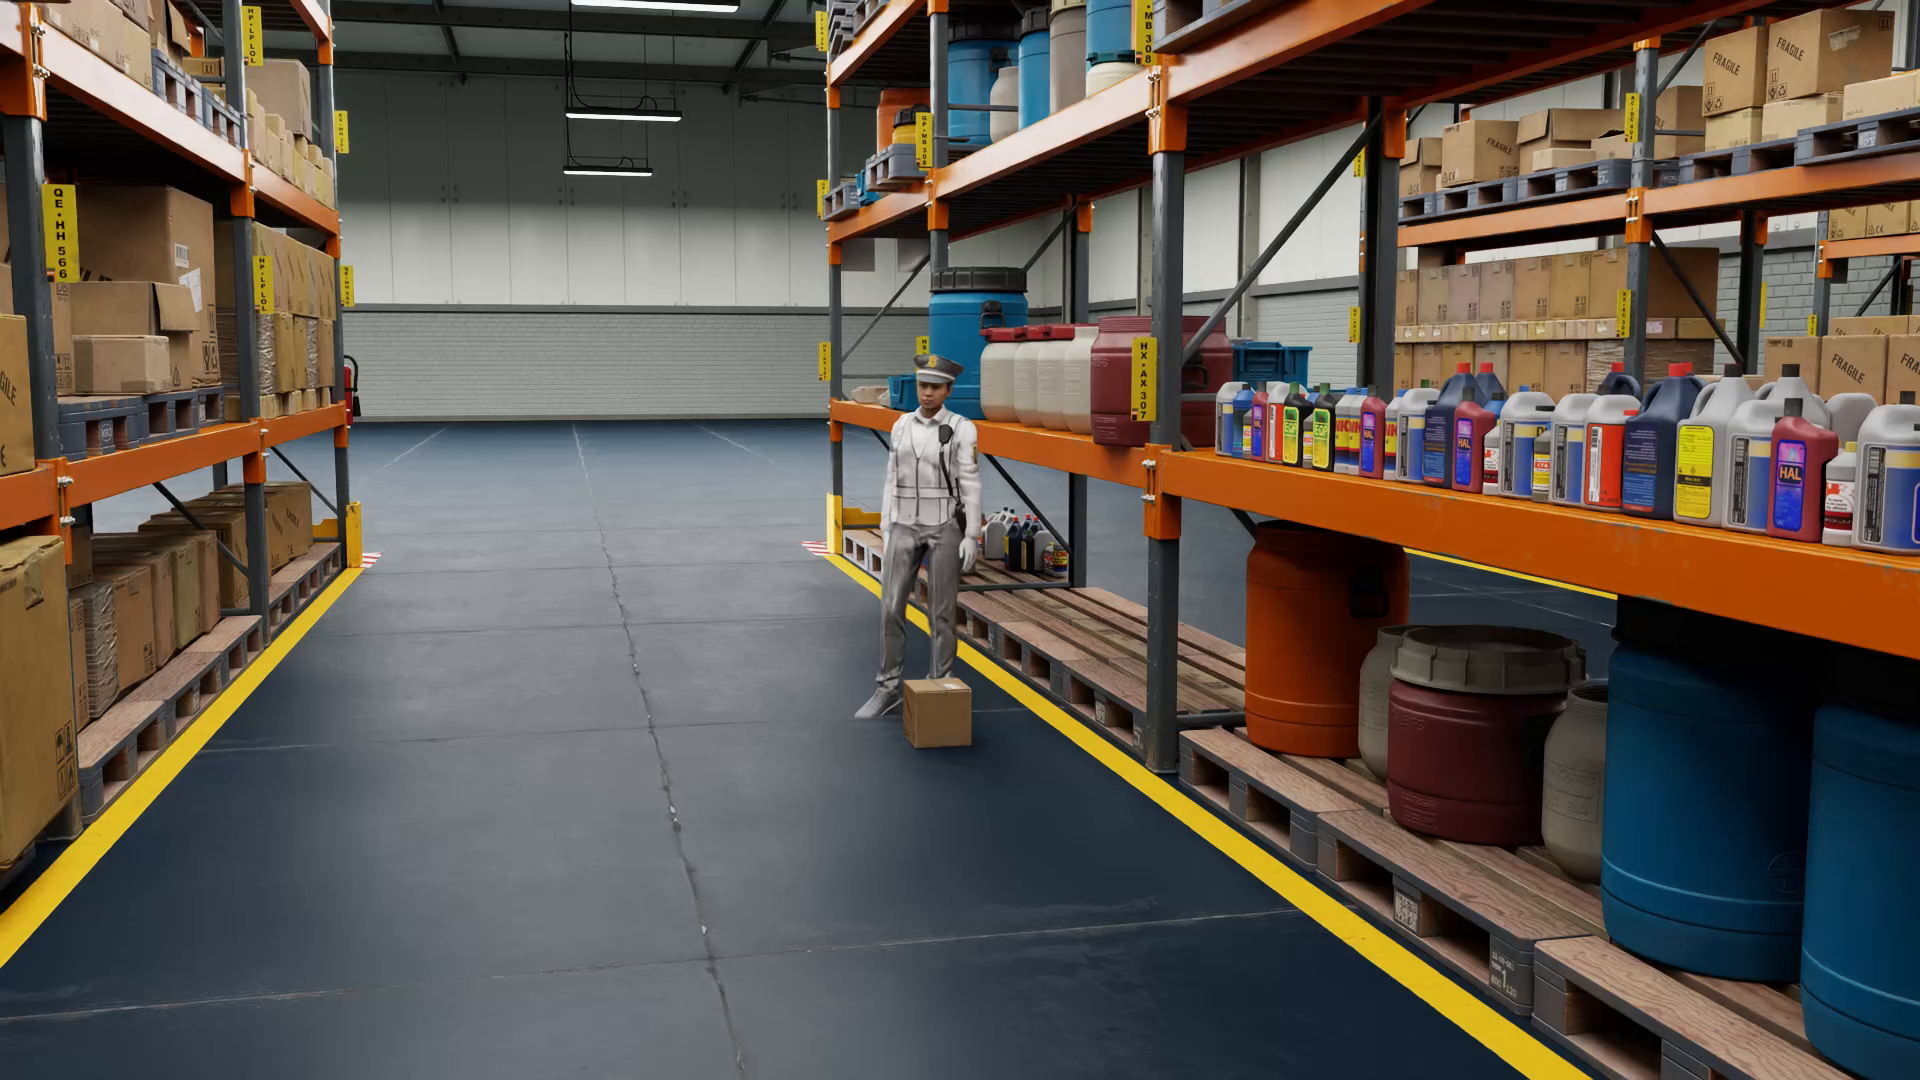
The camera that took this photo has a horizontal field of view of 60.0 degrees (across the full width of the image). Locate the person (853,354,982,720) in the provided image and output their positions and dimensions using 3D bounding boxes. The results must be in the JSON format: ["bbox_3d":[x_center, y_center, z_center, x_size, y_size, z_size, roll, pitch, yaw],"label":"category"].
[{"bbox_3d":[-0.188,-0.003,7.736,0.544,1.717,0.434,2,7,20],"label":"person"}]
